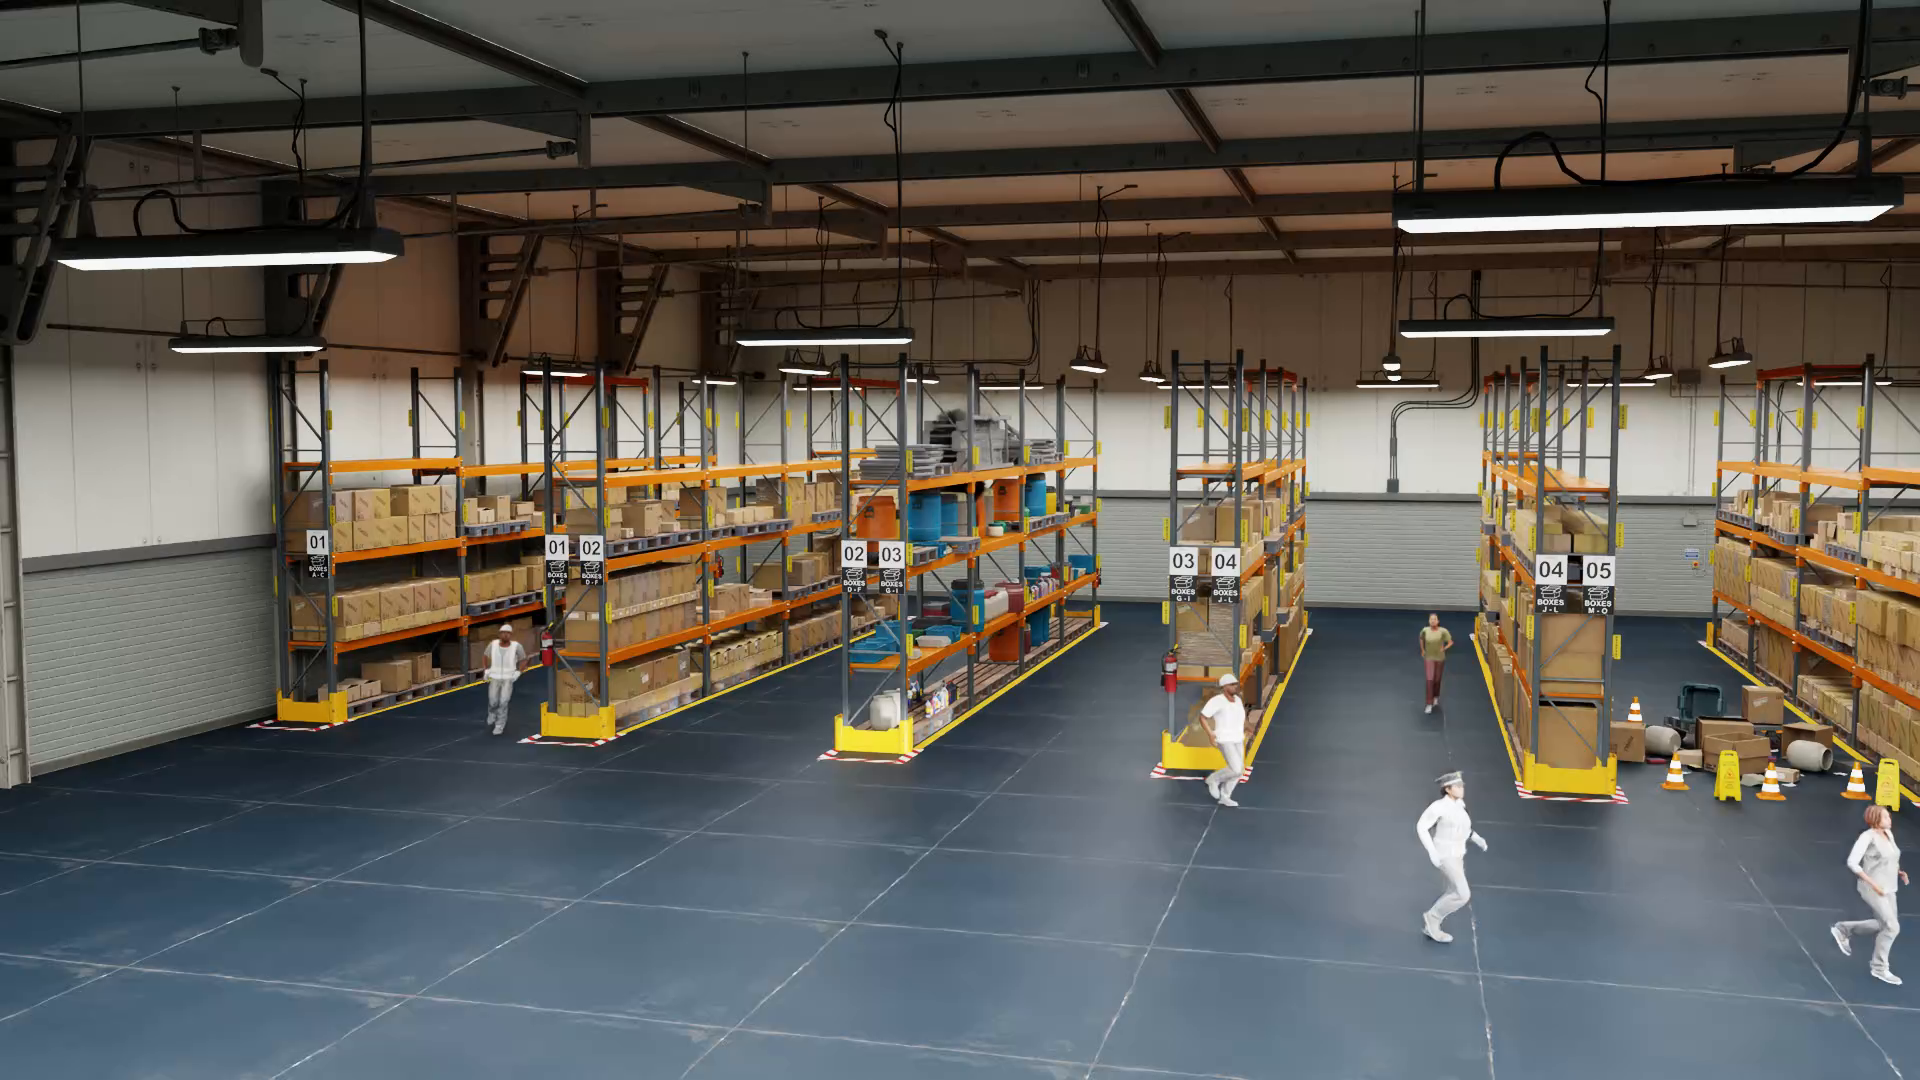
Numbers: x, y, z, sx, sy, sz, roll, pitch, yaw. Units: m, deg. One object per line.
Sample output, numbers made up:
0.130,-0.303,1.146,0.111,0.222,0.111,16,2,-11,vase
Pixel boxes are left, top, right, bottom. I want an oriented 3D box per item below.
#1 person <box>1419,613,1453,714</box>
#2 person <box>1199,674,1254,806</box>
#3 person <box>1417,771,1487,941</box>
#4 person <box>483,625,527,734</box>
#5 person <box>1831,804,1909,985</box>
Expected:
8.219,2.095,28.735,0.572,1.702,0.840,1,4,16,person
3.499,2.594,21.520,0.707,1.720,0.580,-3,5,-39,person
4.723,3.025,15.895,0.560,1.661,0.623,4,5,41,person
-7.316,2.232,26.743,0.707,1.766,0.562,-1,4,-10,person
8.200,3.153,14.992,0.539,1.580,0.636,-3,5,-35,person
